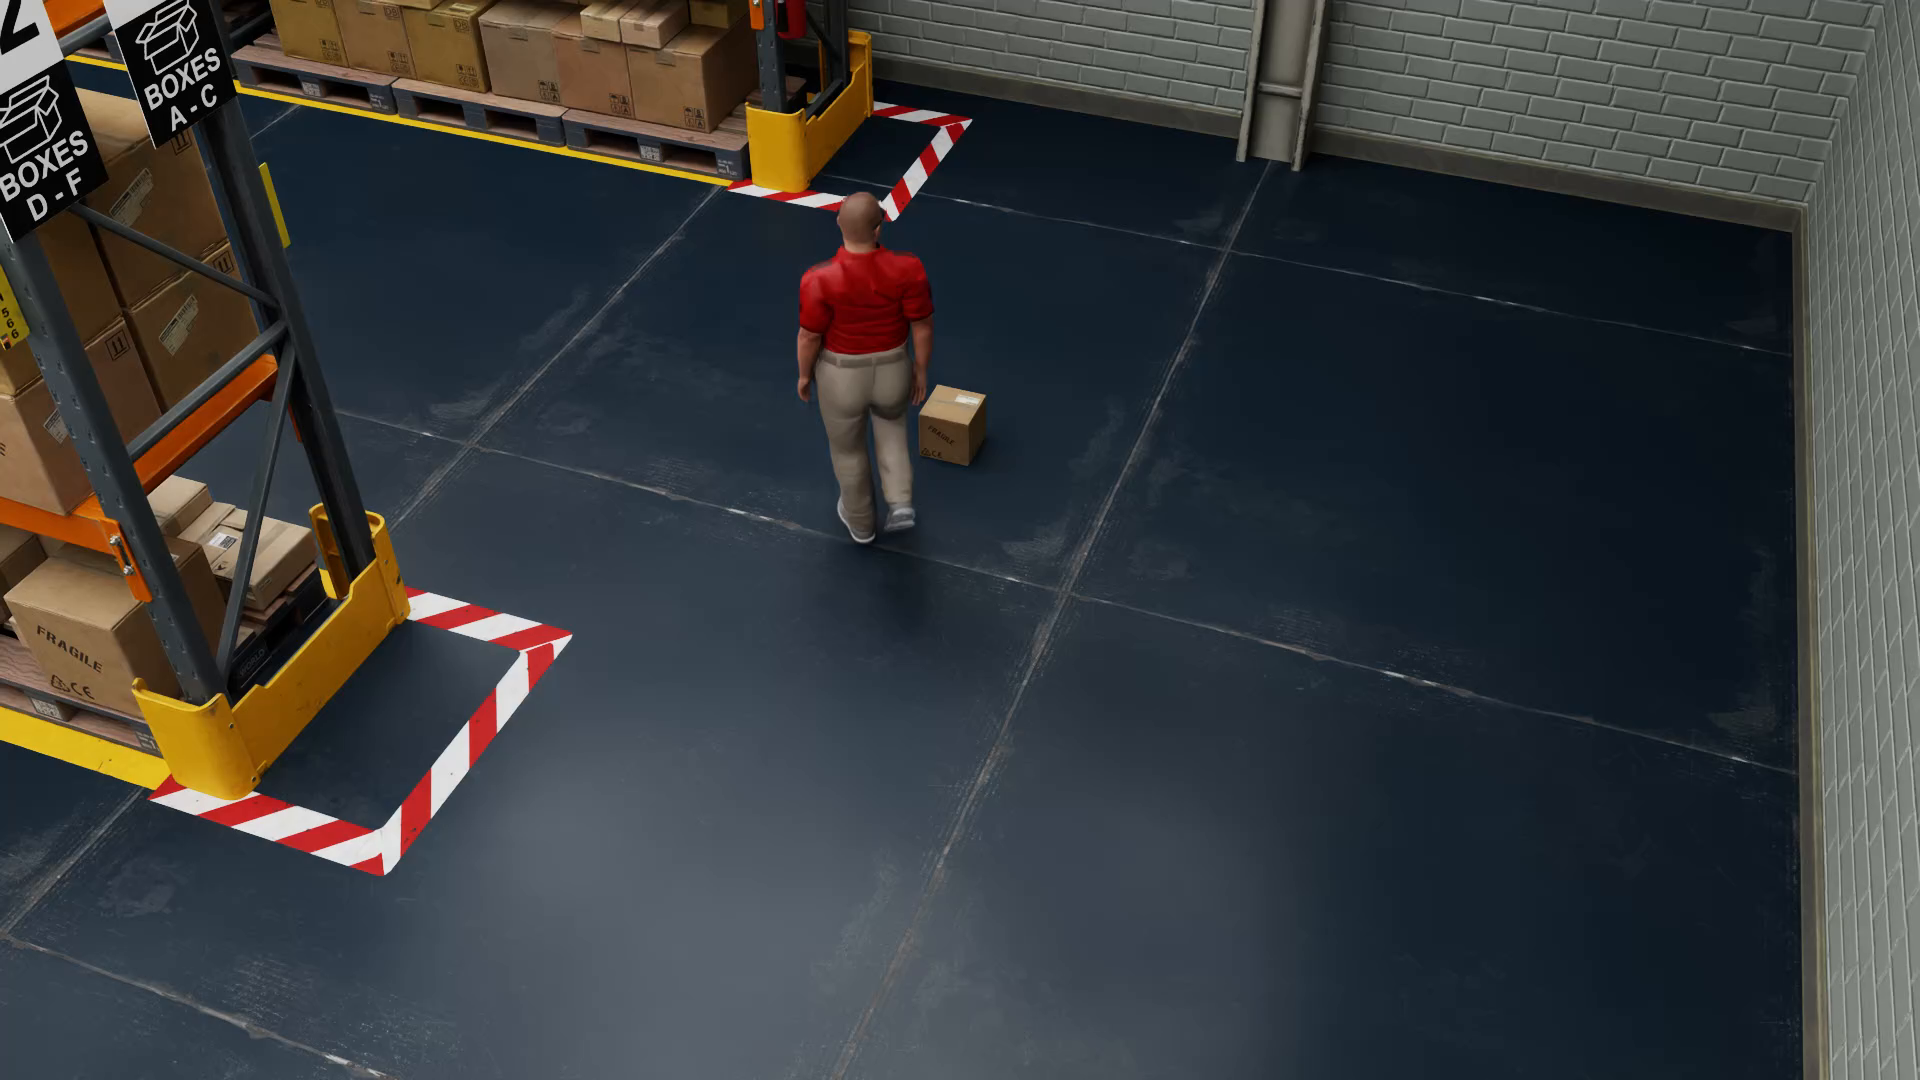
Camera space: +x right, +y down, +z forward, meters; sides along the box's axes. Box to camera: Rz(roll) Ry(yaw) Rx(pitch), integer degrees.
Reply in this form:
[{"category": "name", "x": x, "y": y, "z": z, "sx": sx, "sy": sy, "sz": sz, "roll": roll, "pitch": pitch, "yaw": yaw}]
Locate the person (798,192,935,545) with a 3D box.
[{"category": "person", "x": -0.398, "y": -0.698, "z": 6.937, "sx": 0.545, "sy": 1.719, "sz": 0.485, "roll": -13, "pitch": 43, "yaw": -15}]
